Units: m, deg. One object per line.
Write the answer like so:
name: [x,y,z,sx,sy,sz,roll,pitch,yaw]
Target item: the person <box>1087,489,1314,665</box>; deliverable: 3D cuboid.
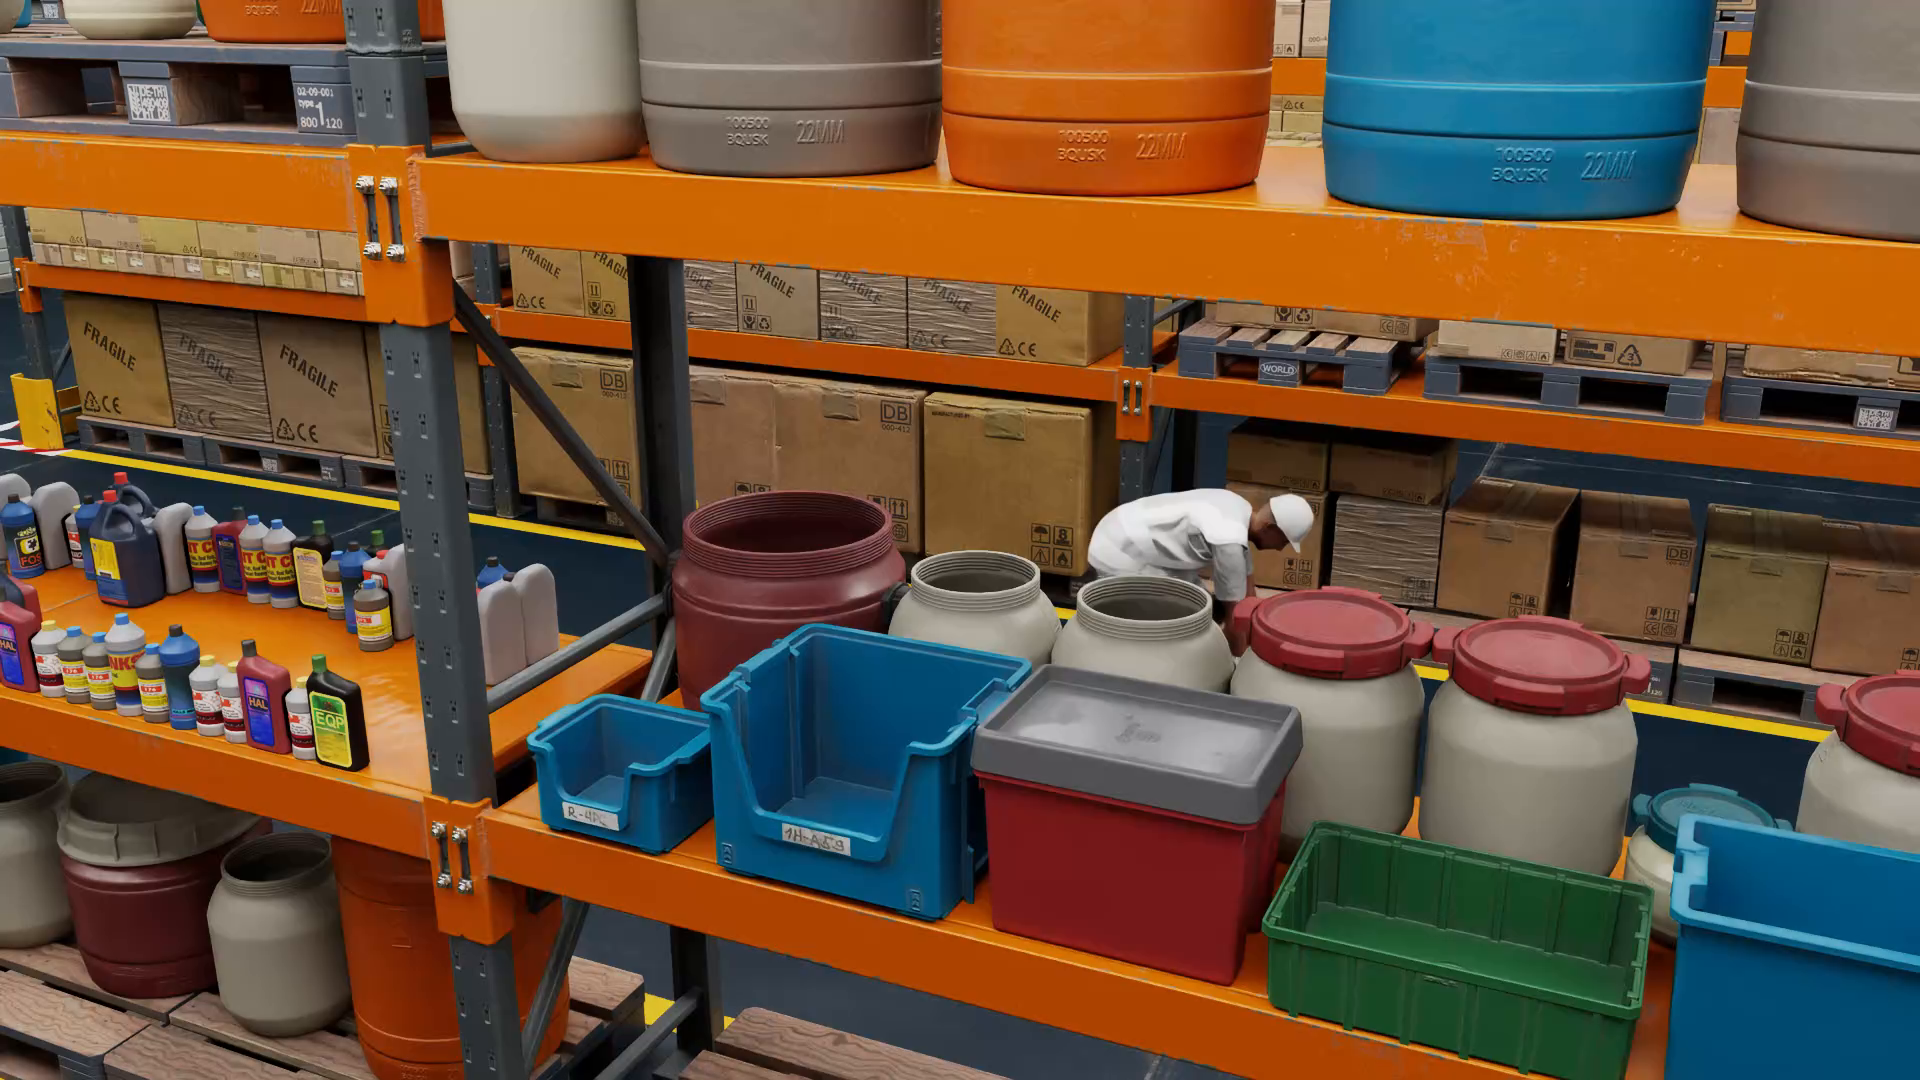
person: [1.056,0.266,7.436,0.977,1.019,0.539,3,19,9]
